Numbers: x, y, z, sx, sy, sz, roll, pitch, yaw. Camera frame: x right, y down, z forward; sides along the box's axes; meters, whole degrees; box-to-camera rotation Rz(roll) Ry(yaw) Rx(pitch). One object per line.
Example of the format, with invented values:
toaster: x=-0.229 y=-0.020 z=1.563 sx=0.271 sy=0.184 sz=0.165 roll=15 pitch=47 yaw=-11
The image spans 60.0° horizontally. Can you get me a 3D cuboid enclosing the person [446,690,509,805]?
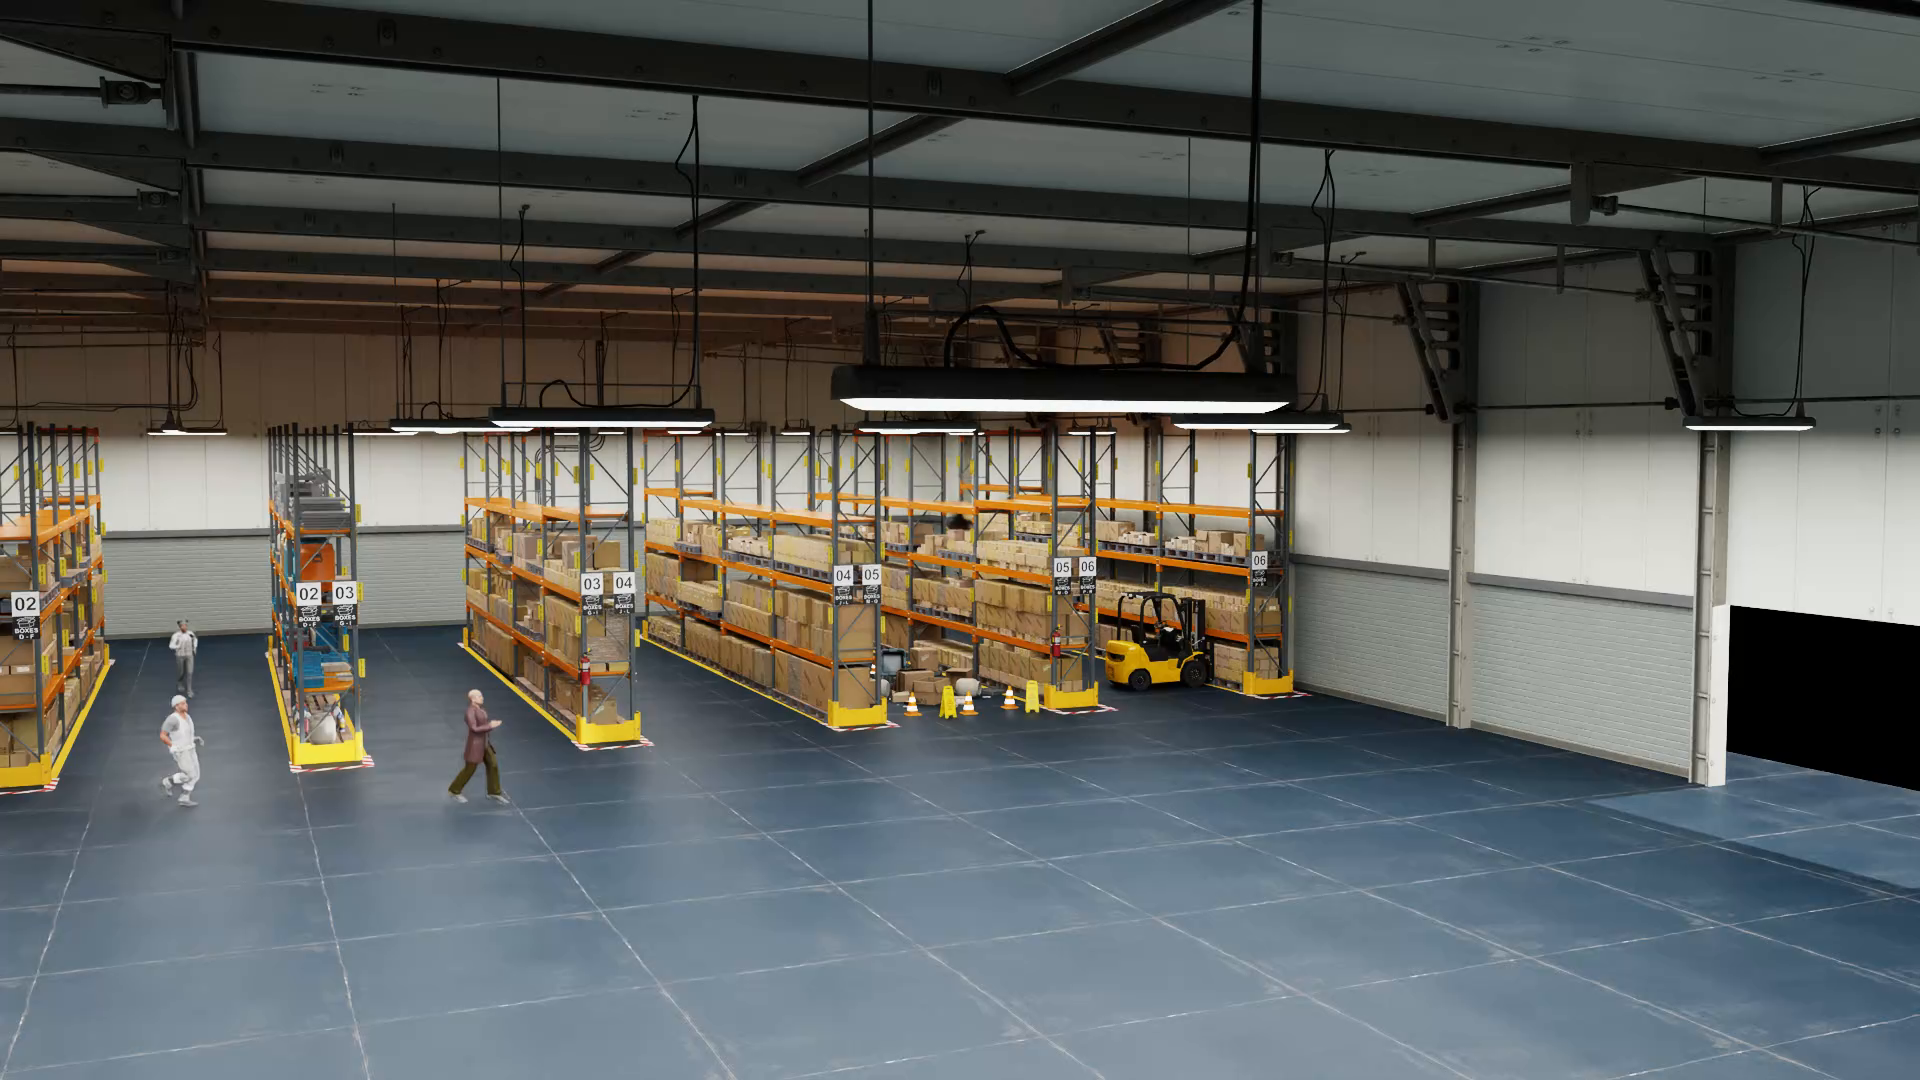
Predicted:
person: x=-7.531 y=3.235 z=25.891 sx=0.949 sy=1.824 sz=0.684 roll=0 pitch=3 yaw=4

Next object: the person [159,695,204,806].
person: x=-12.129 y=3.279 z=25.893 sx=0.596 sy=1.737 sz=0.669 roll=0 pitch=4 yaw=6

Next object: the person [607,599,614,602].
person: x=-9.660 y=2.085 z=46.059 sx=0.637 sy=1.707 sz=0.910 roll=-1 pitch=4 yaw=-14

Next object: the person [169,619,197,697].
person: x=-17.222 y=2.600 z=36.939 sx=0.612 sy=1.698 sz=0.919 roll=-2 pitch=4 yaw=-35
